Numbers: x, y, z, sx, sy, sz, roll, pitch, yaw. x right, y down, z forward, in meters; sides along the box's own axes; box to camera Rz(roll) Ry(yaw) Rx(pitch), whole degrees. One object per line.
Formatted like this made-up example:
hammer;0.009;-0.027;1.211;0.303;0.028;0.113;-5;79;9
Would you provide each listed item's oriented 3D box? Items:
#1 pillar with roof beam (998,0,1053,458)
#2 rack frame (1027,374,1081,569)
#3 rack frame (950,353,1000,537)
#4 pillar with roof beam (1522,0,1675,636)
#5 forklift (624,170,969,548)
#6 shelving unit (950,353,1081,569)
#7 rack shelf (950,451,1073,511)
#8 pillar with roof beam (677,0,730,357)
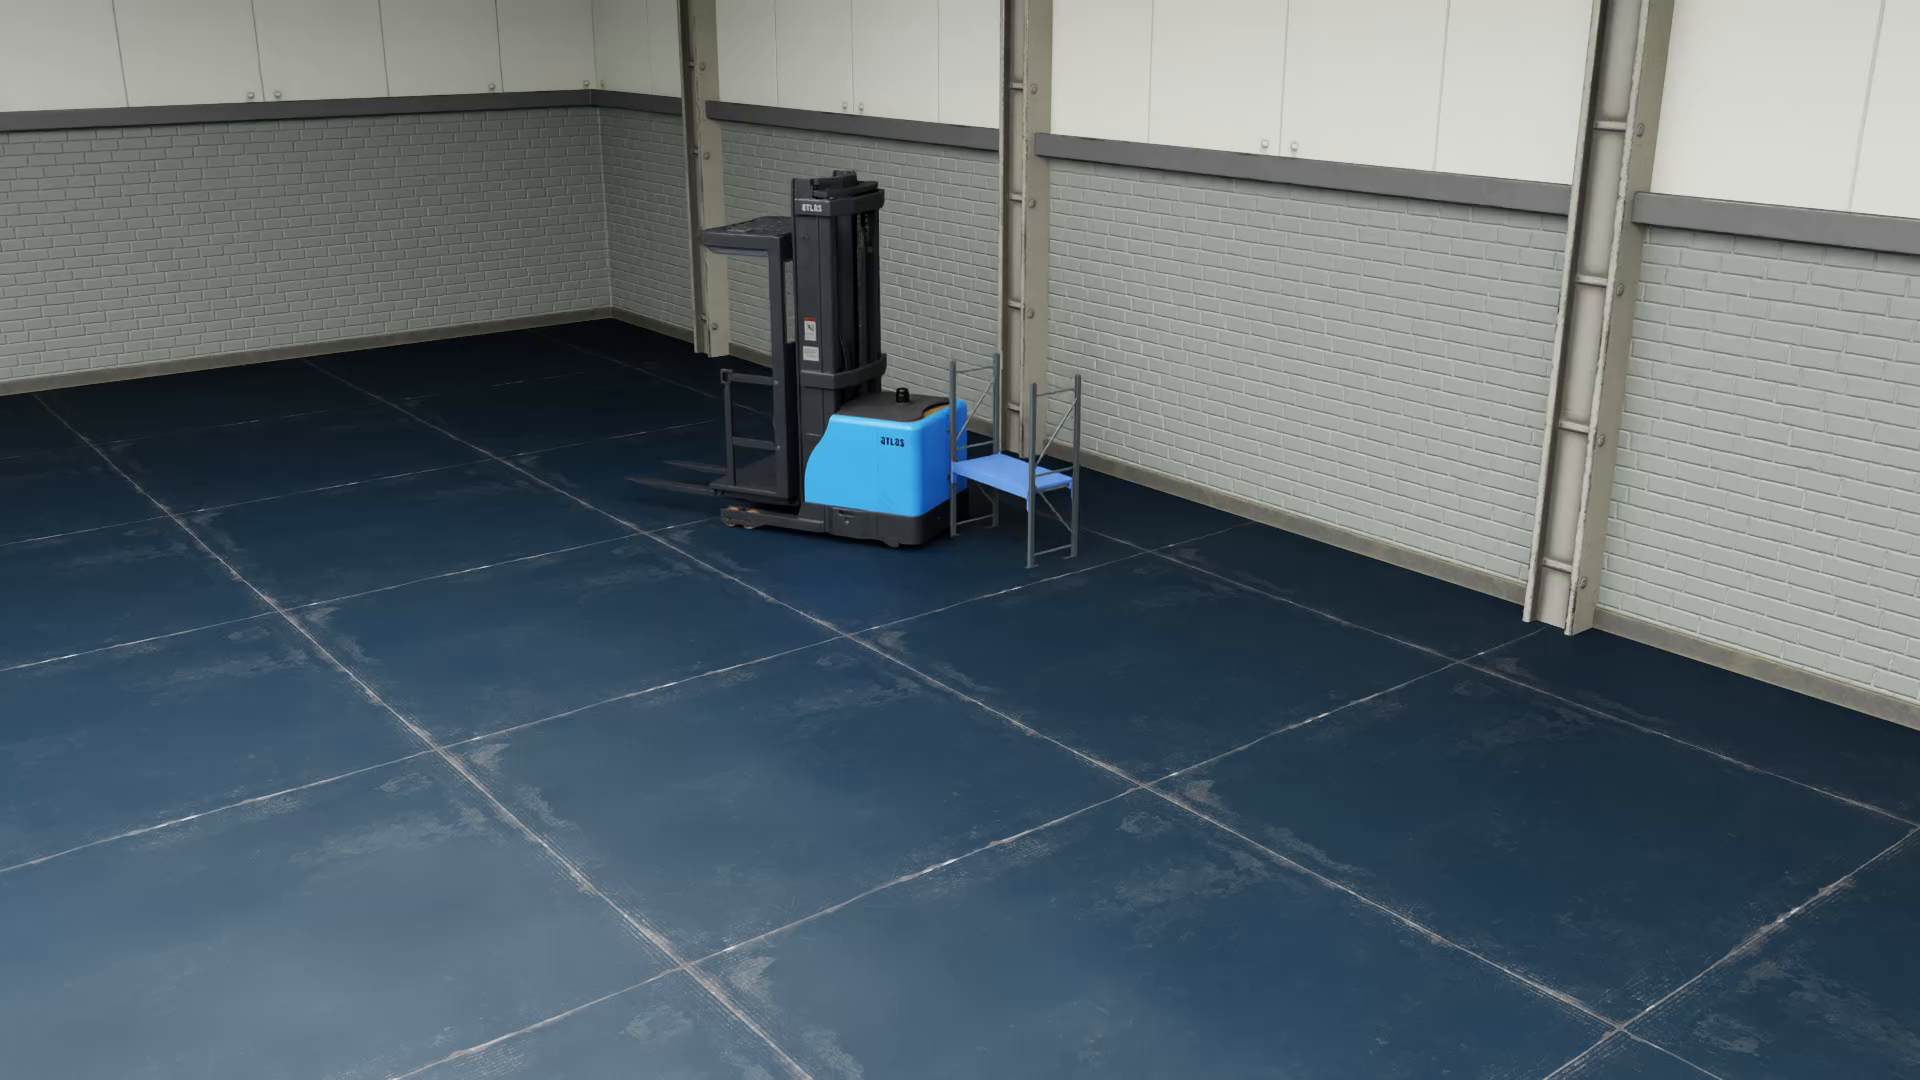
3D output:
pillar with roof beam;-2.767;-4.308;12.557;9.100;9.000;0.400;-14;23;-36
rack frame;0.741;-0.532;13.082;0.500;1.500;0.032;-14;23;-35
rack frame;0.123;-0.785;13.848;0.500;1.500;0.032;-14;23;-35
pillar with roof beam;0.958;-2.829;8.092;9.100;9.000;0.400;-14;23;-36
forklift;-1.485;-1.621;14.096;3.031;2.935;1.130;8;20;24
shelving unit;0.432;-0.658;13.465;0.538;1.500;1.048;-14;23;-35
rack shelf;0.432;-0.488;13.522;0.538;0.185;1.000;-14;23;-35
pillar with roof beam;-6.493;-5.786;17.022;9.100;9.000;0.400;-14;23;-36
